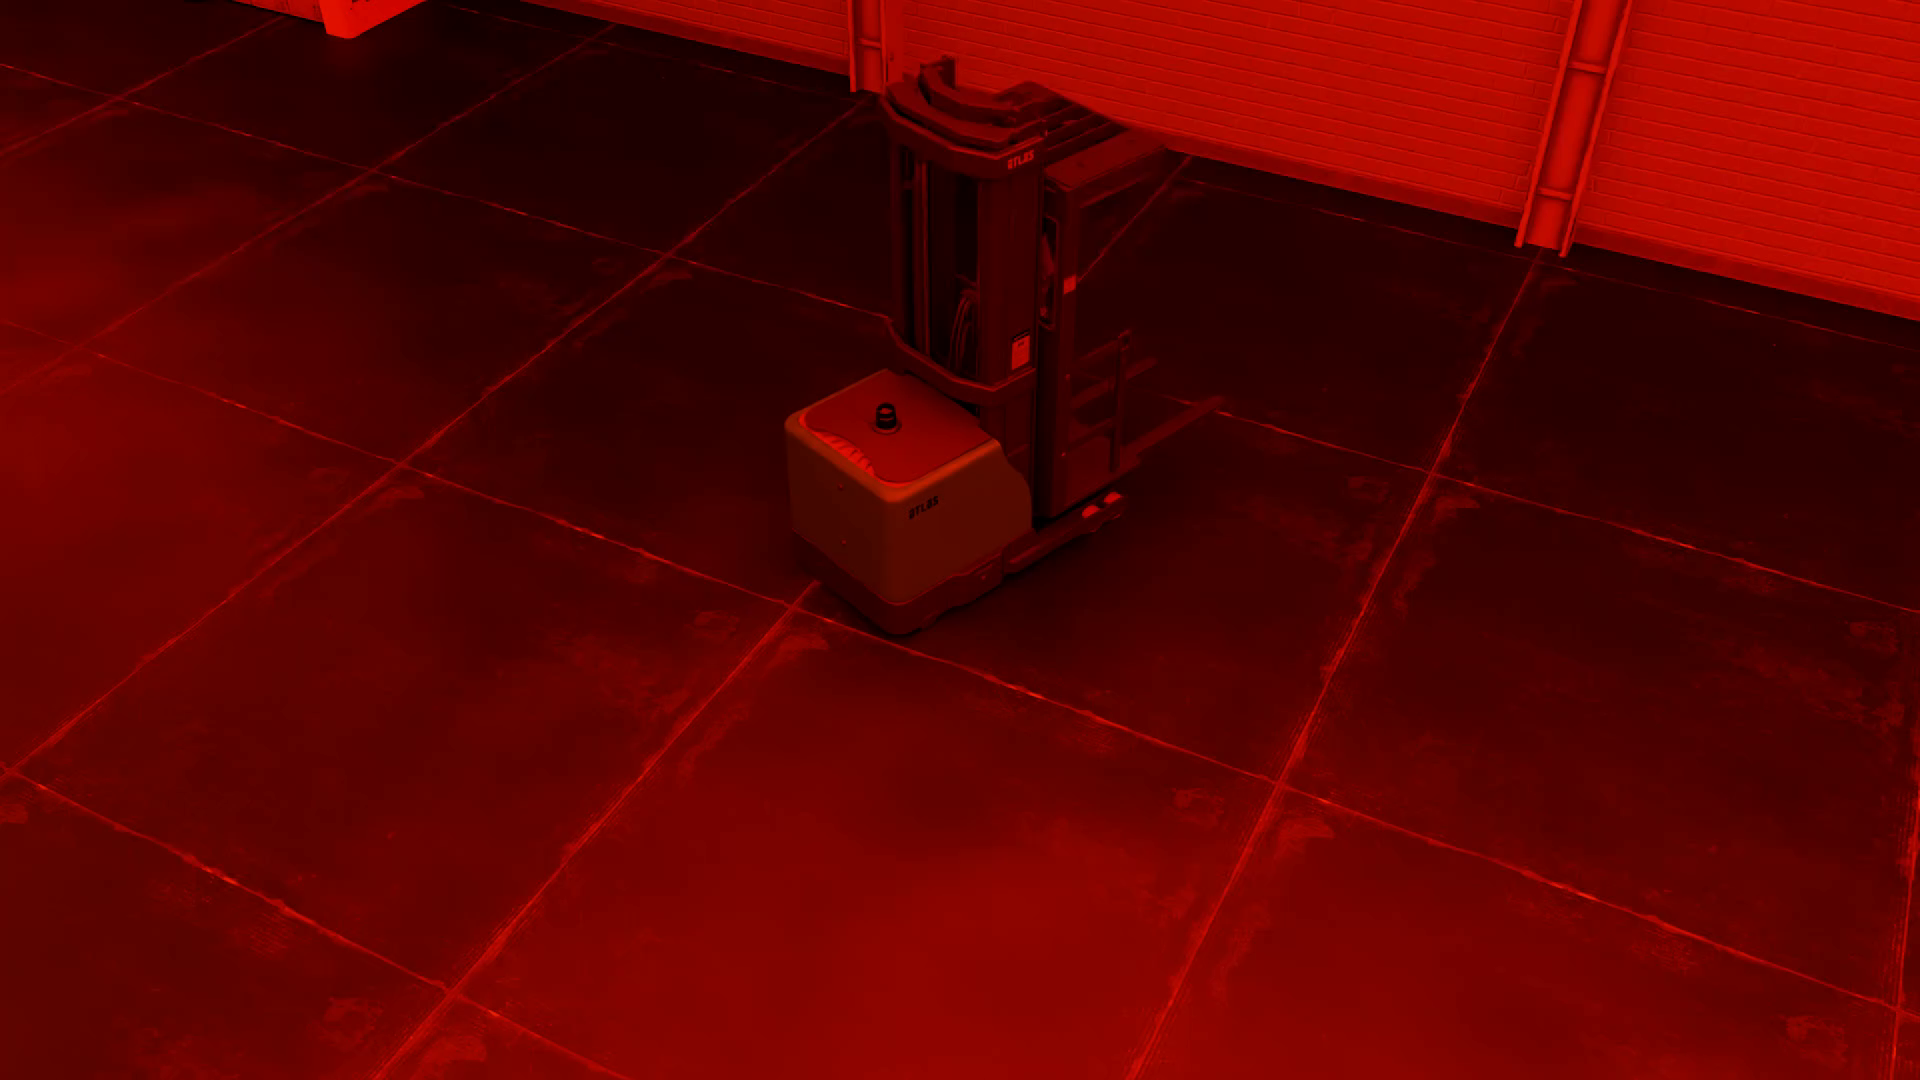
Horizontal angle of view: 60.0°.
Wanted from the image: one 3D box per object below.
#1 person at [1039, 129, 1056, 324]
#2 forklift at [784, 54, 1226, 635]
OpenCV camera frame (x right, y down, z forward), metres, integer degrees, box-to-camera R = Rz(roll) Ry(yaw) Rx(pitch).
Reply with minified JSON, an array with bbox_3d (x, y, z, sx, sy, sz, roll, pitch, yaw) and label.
[{"bbox_3d":[0.453,-2.092,11.427,0.418,1.701,0.736,17,43,19],"label":"person"},{"bbox_3d":[0.416,-1.396,9.643,3.031,2.935,1.130,-30,49,-31],"label":"forklift"}]
